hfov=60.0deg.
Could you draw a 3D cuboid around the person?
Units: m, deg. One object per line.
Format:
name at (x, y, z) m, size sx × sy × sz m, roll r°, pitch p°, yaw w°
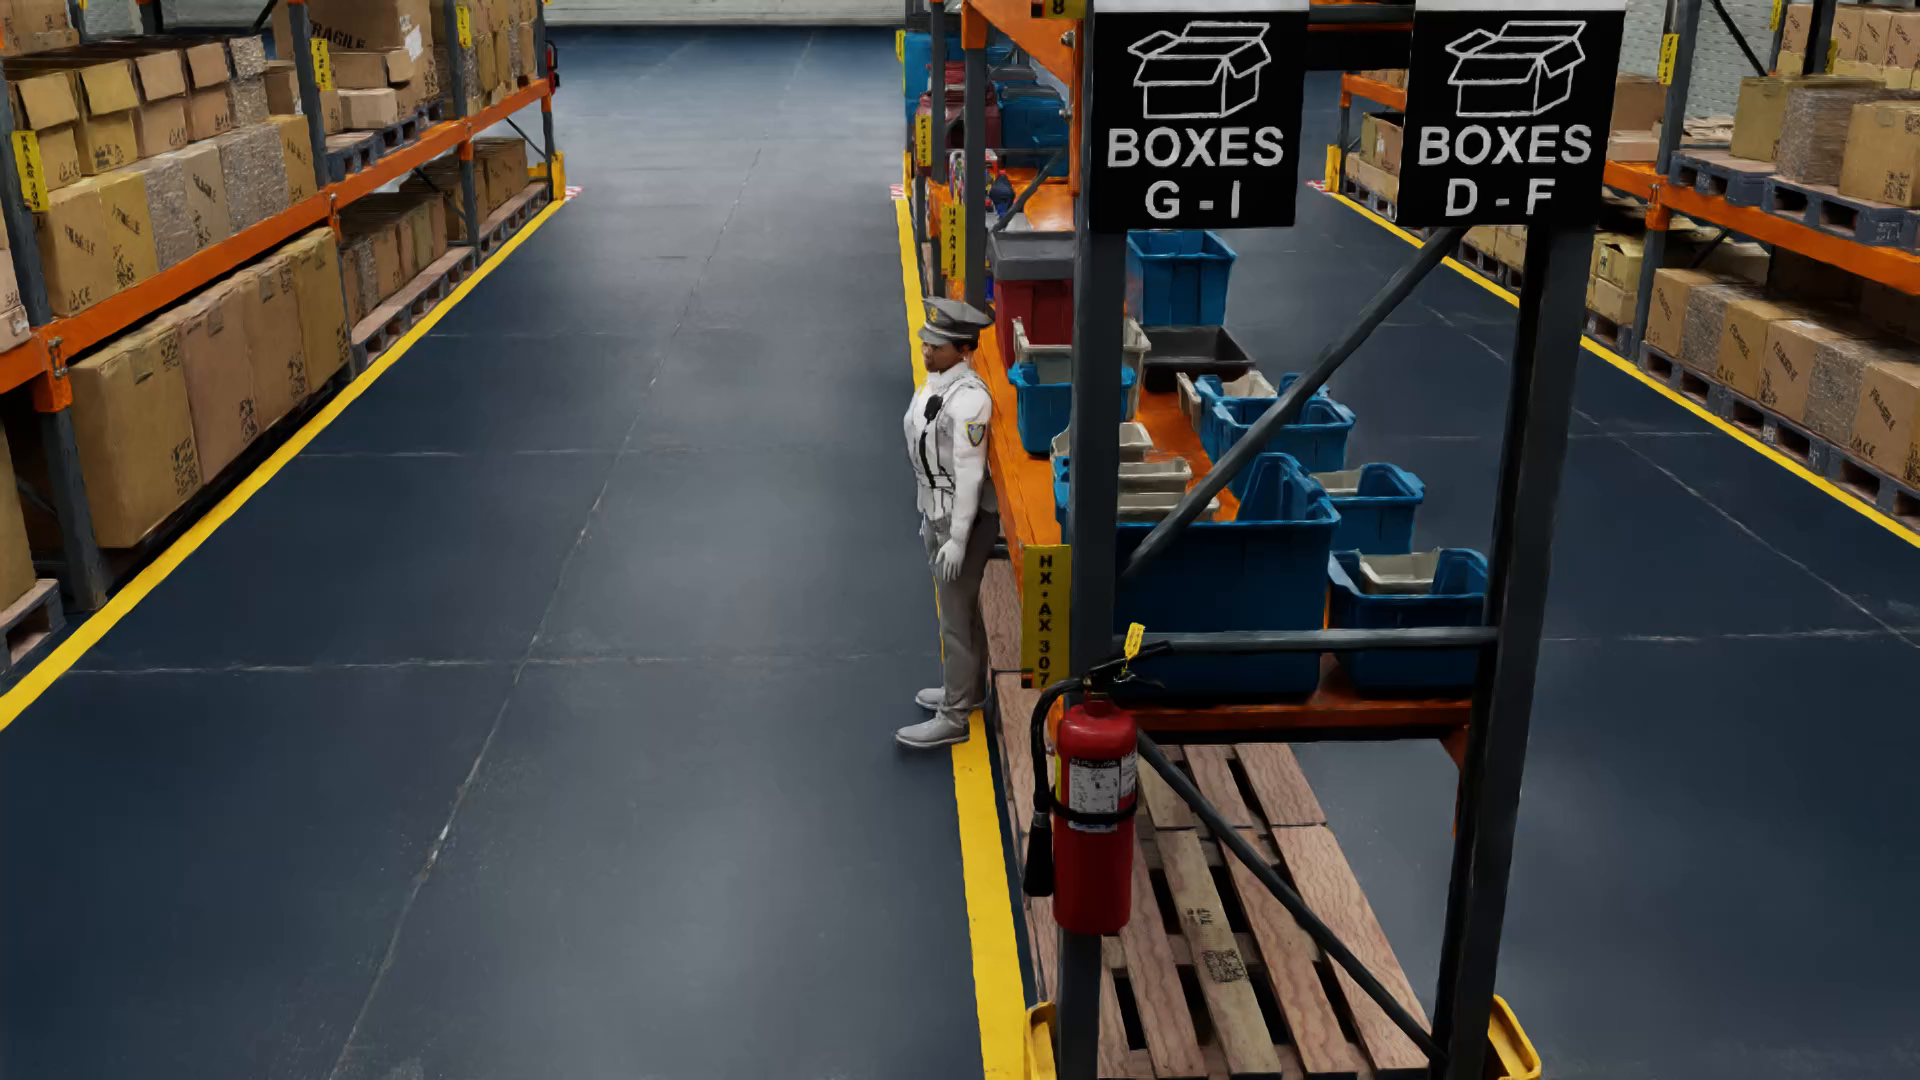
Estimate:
person at (-0.069, -0.062, 6.149) m, size 0.435 × 1.684 × 0.537 m, roll -6°, pitch 21°, yaw -16°
